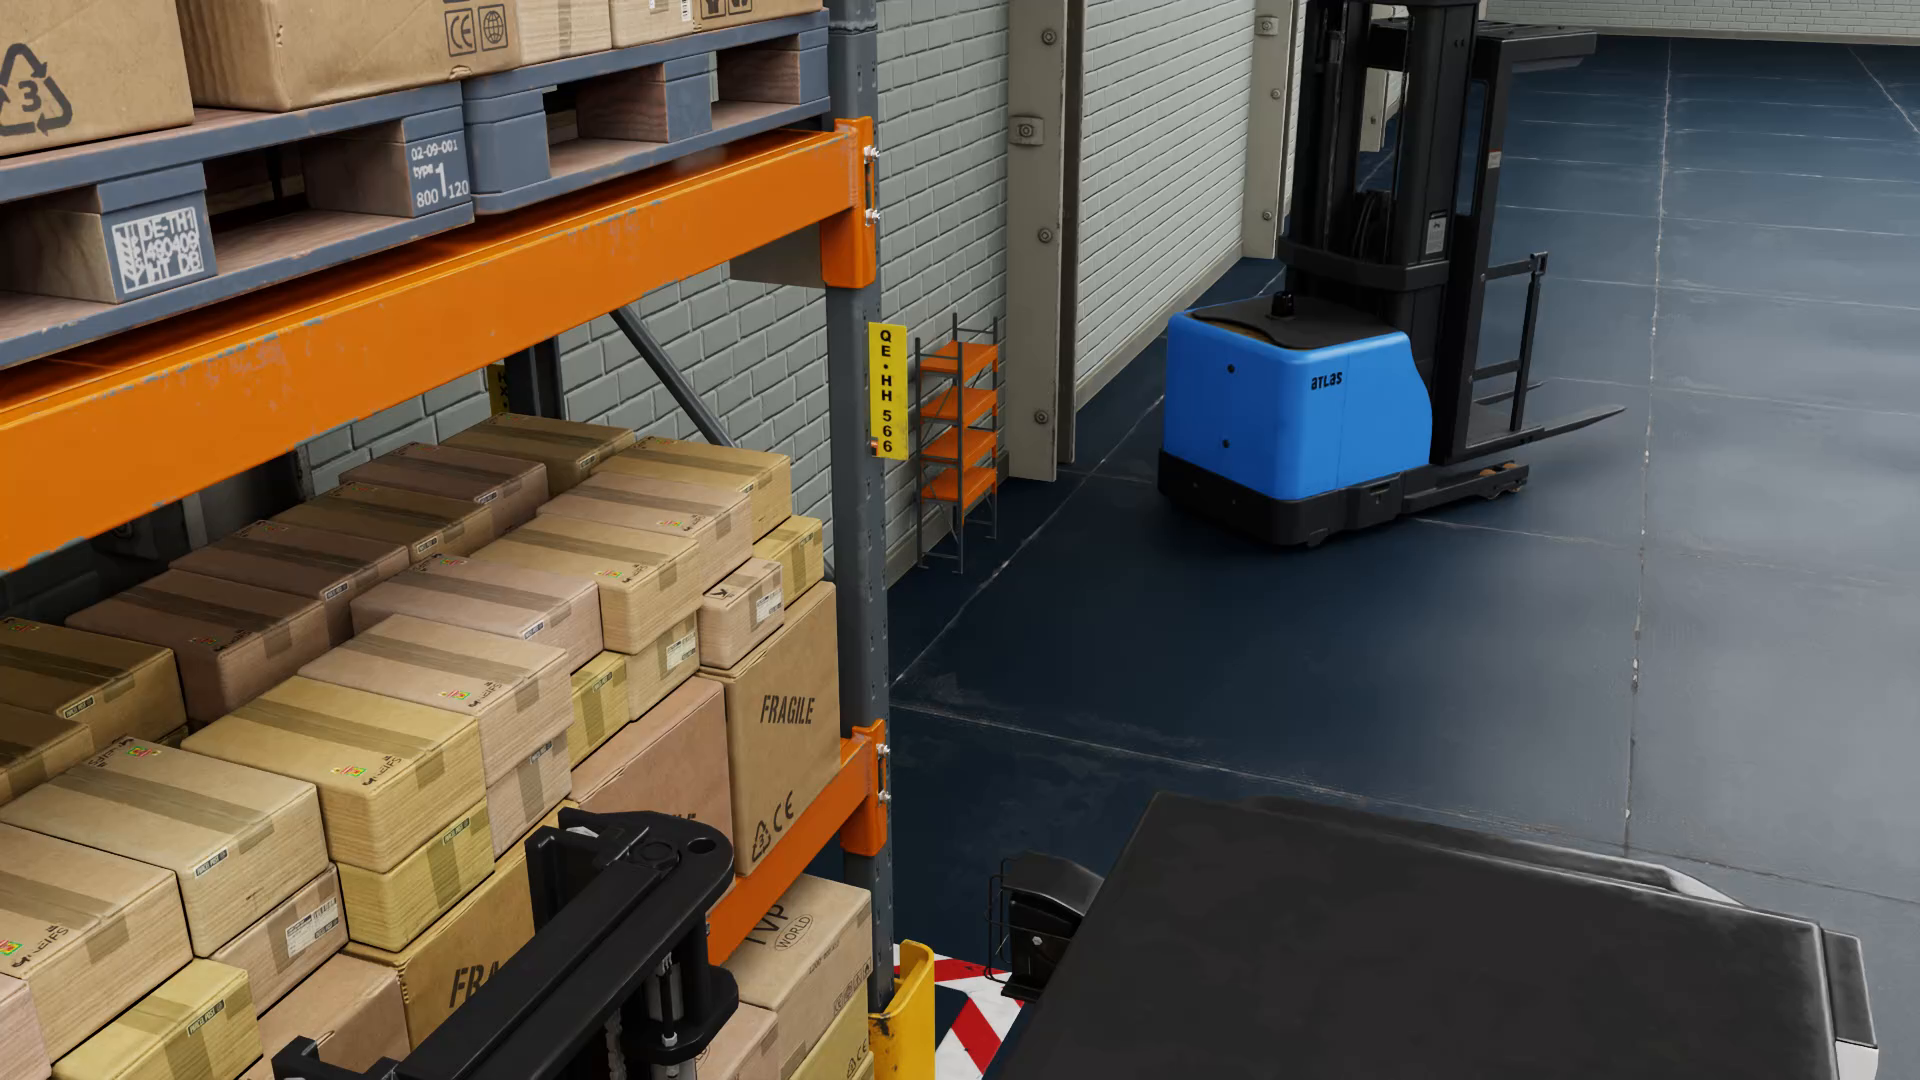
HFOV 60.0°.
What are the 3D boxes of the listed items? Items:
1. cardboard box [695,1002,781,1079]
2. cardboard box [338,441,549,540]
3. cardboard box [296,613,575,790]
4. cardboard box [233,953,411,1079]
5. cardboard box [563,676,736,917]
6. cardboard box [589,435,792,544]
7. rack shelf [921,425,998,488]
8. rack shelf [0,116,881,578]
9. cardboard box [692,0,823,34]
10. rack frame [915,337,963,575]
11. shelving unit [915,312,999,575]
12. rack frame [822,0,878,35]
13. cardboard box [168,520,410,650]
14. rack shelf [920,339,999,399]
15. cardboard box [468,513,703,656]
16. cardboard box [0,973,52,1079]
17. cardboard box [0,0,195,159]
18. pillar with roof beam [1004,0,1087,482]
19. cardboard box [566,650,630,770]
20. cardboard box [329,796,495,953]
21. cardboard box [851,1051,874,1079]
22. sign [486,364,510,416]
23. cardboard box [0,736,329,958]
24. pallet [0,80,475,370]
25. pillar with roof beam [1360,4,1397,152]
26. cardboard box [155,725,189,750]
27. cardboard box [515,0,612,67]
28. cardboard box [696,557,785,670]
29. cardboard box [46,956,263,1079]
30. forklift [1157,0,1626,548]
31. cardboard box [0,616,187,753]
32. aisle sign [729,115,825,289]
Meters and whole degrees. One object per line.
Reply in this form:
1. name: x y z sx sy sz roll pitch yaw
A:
1. cardboard box: -0.734 1.223 3.655 0.500 0.250 0.500 9 24 21
2. cardboard box: -1.148 -0.090 3.718 0.380 0.149 0.250 10 25 22
3. cardboard box: -0.895 0.270 2.855 0.380 0.149 0.250 9 24 21
4. cardboard box: -1.175 0.933 2.494 0.500 0.500 0.500 9 24 20
5. cardboard box: -0.808 0.568 3.368 0.500 0.500 0.500 10 25 22
6. cardboard box: -0.605 -0.108 3.759 0.380 0.149 0.250 9 24 20
7. rack shelf: -0.013 -0.425 8.386 0.258 0.148 0.480 9 24 20
8. rack shelf: -1.411 -0.120 2.187 1.077 0.370 4.000 9 24 20
9. cardboard box: -0.606 -1.260 3.180 0.500 0.500 0.500 10 25 22
10. rack frame: -0.101 -0.400 8.150 0.240 1.200 0.015 9 24 20
11. shelving unit: -0.013 -0.488 8.360 0.258 1.200 0.503 9 24 20
12. rack frame: -0.668 -2.552 3.184 1.000 3.000 0.127 9 24 20
13. cardboard box: -1.310 0.095 3.273 0.380 0.149 0.250 9 24 20
14. rack shelf: -0.012 -0.850 8.209 0.258 0.148 0.480 9 24 20
15. cardboard box: -0.740 0.082 3.304 0.380 0.149 0.250 9 24 21
16. cardboard box: -1.355 0.621 2.014 0.380 0.149 0.250 9 24 20
17. cardboard box: -1.332 -0.706 1.848 0.797 0.503 0.637 10 25 22
18. pillar with roof beam: 4.462 -3.962 6.561 9.100 9.000 0.400 9 24 20
19. cardboard box: -0.860 0.302 3.164 0.380 0.149 0.250 9 24 20
20. cardboard box: -0.990 0.498 2.695 0.380 0.149 0.250 9 24 20
21. cardboard box: -0.549 1.505 4.278 0.500 0.250 0.500 9 24 20
22. sign: -1.181 -0.301 4.353 0.100 0.325 0.005 9 24 20
23. cardboard box: -1.170 0.442 2.443 0.380 0.149 0.250 9 24 21
24. pallet: -1.406 -0.439 2.133 1.003 0.211 1.213 9 24 20
25. pillar with roof beam: 8.920 -8.257 16.841 9.100 9.000 0.400 9 24 20
26. cardboard box: -1.578 0.405 2.917 0.380 0.149 0.250 10 25 22
27. cardboard box: -0.788 -0.915 2.656 0.396 0.266 0.258 9 24 20
28. cardboard box: -0.604 0.131 3.574 0.380 0.149 0.250 9 24 21
29. cardboard box: -1.198 0.676 2.270 0.380 0.149 0.250 8 24 19
30. forklift: 2.605 -1.733 9.097 3.031 2.935 1.130 -14 27 -31
31. cardboard box: -1.574 0.273 2.848 0.380 0.149 0.250 8 24 19
32. aisle sign: -0.371 -0.965 3.795 0.394 0.787 0.004 9 24 20
